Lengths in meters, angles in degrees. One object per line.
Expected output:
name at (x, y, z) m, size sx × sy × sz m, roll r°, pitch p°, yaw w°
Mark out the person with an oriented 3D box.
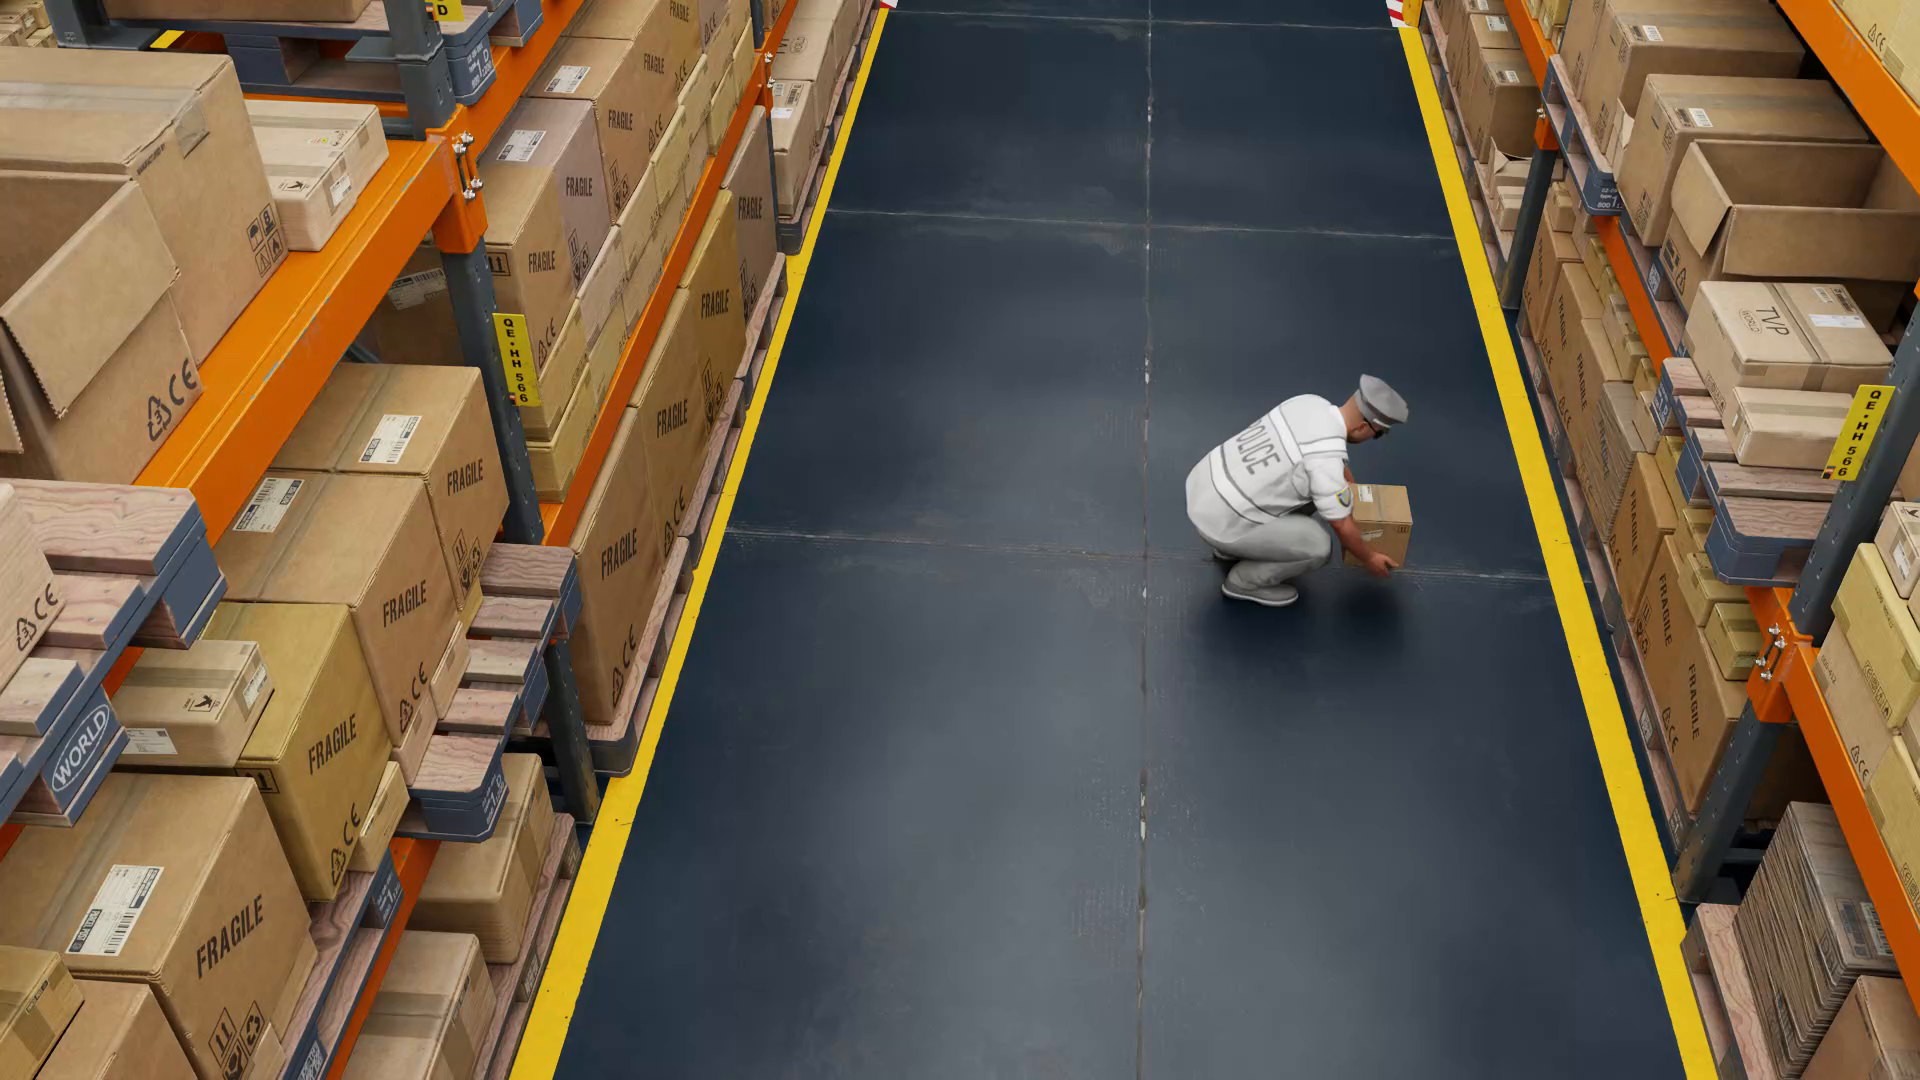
person at (1.415, -0.220, 7.006) m, size 0.912 × 1.012 × 0.537 m, roll 3°, pitch 40°, yaw 3°
